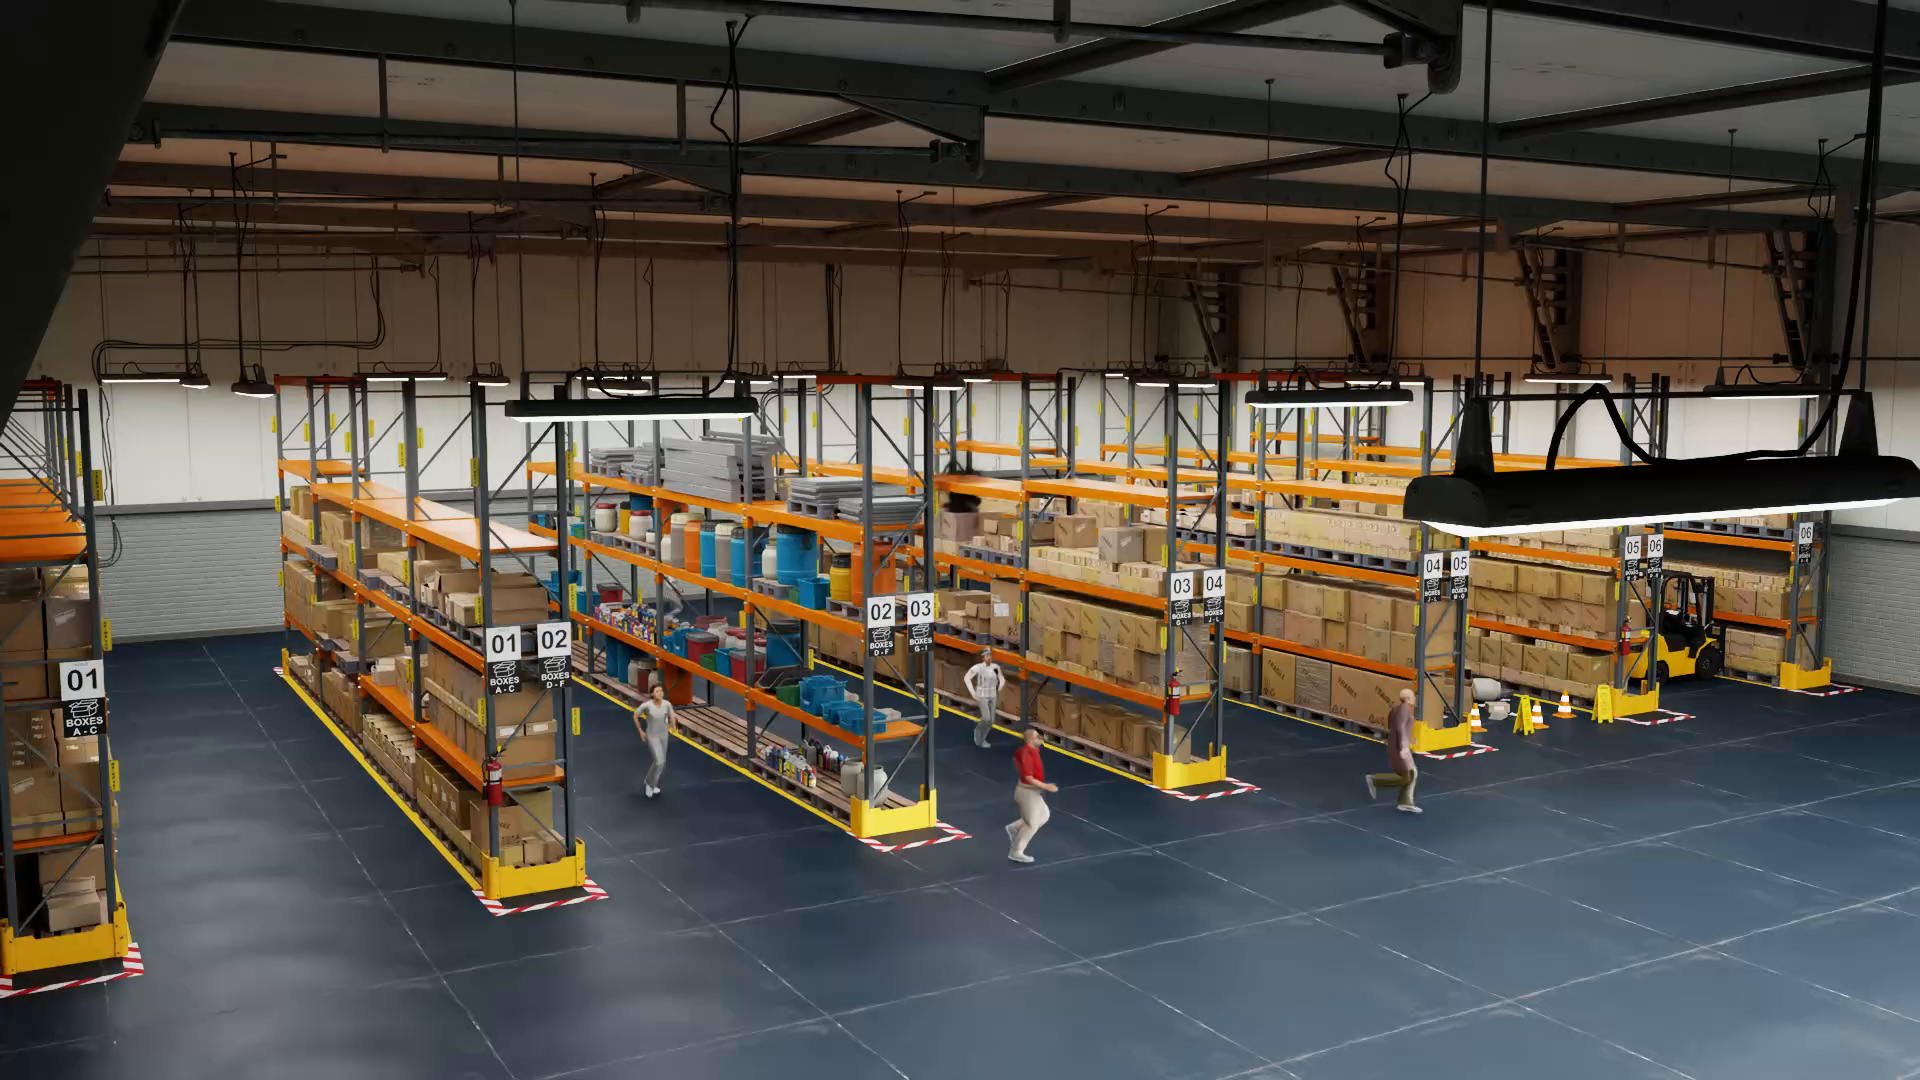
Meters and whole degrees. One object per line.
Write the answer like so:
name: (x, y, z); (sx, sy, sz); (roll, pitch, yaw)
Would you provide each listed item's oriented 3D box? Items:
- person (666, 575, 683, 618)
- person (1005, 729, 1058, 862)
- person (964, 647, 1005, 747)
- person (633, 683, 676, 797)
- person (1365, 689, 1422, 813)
person: (-6.702, 1.322, 38.819); (0.483, 1.545, 0.530); (-3, 7, -27)
person: (0.898, 3.211, 21.010); (0.657, 1.687, 0.695); (0, 6, 1)
person: (0.449, 2.547, 26.918); (0.667, 1.666, 0.532); (-3, 7, -25)
person: (-4.358, 2.880, 24.007); (0.569, 1.647, 0.642); (-5, 8, -41)
person: (6.076, 2.947, 23.254); (0.801, 1.743, 0.709); (1, 6, 6)
